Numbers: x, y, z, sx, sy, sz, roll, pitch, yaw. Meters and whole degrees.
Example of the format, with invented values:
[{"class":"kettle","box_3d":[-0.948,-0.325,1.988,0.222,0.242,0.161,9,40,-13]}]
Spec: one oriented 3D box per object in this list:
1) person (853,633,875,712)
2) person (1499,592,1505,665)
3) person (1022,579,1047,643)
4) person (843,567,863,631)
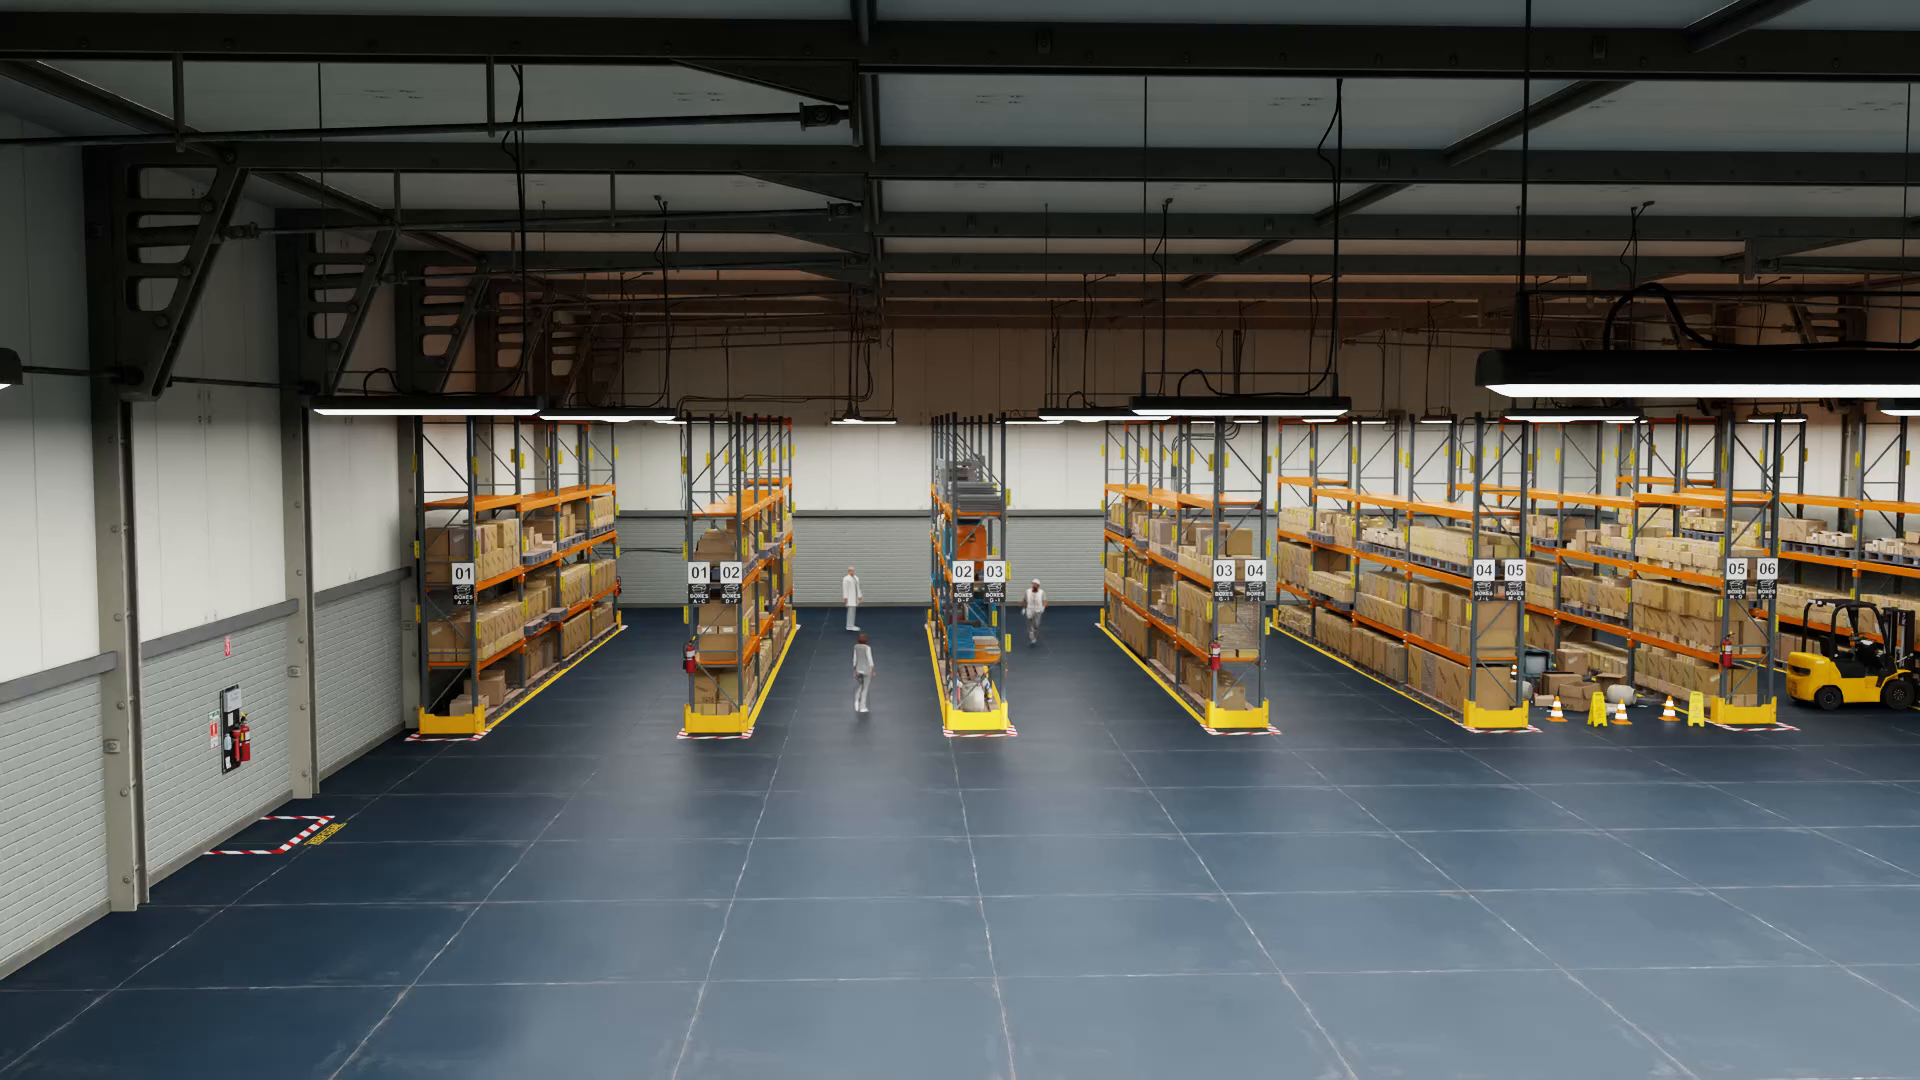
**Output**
[{"class":"person","box_3d":[-1.917,2.644,33.301,0.432,1.592,0.390,2,5,30]},{"class":"person","box_3d":[12.782,2.146,39.368,0.613,1.822,0.542,-1,4,-14]},{"class":"person","box_3d":[1.964,1.876,43.574,0.613,1.711,0.878,0,4,-4]},{"class":"person","box_3d":[-3.002,1.651,46.961,0.500,1.790,0.583,2,4,24]}]
